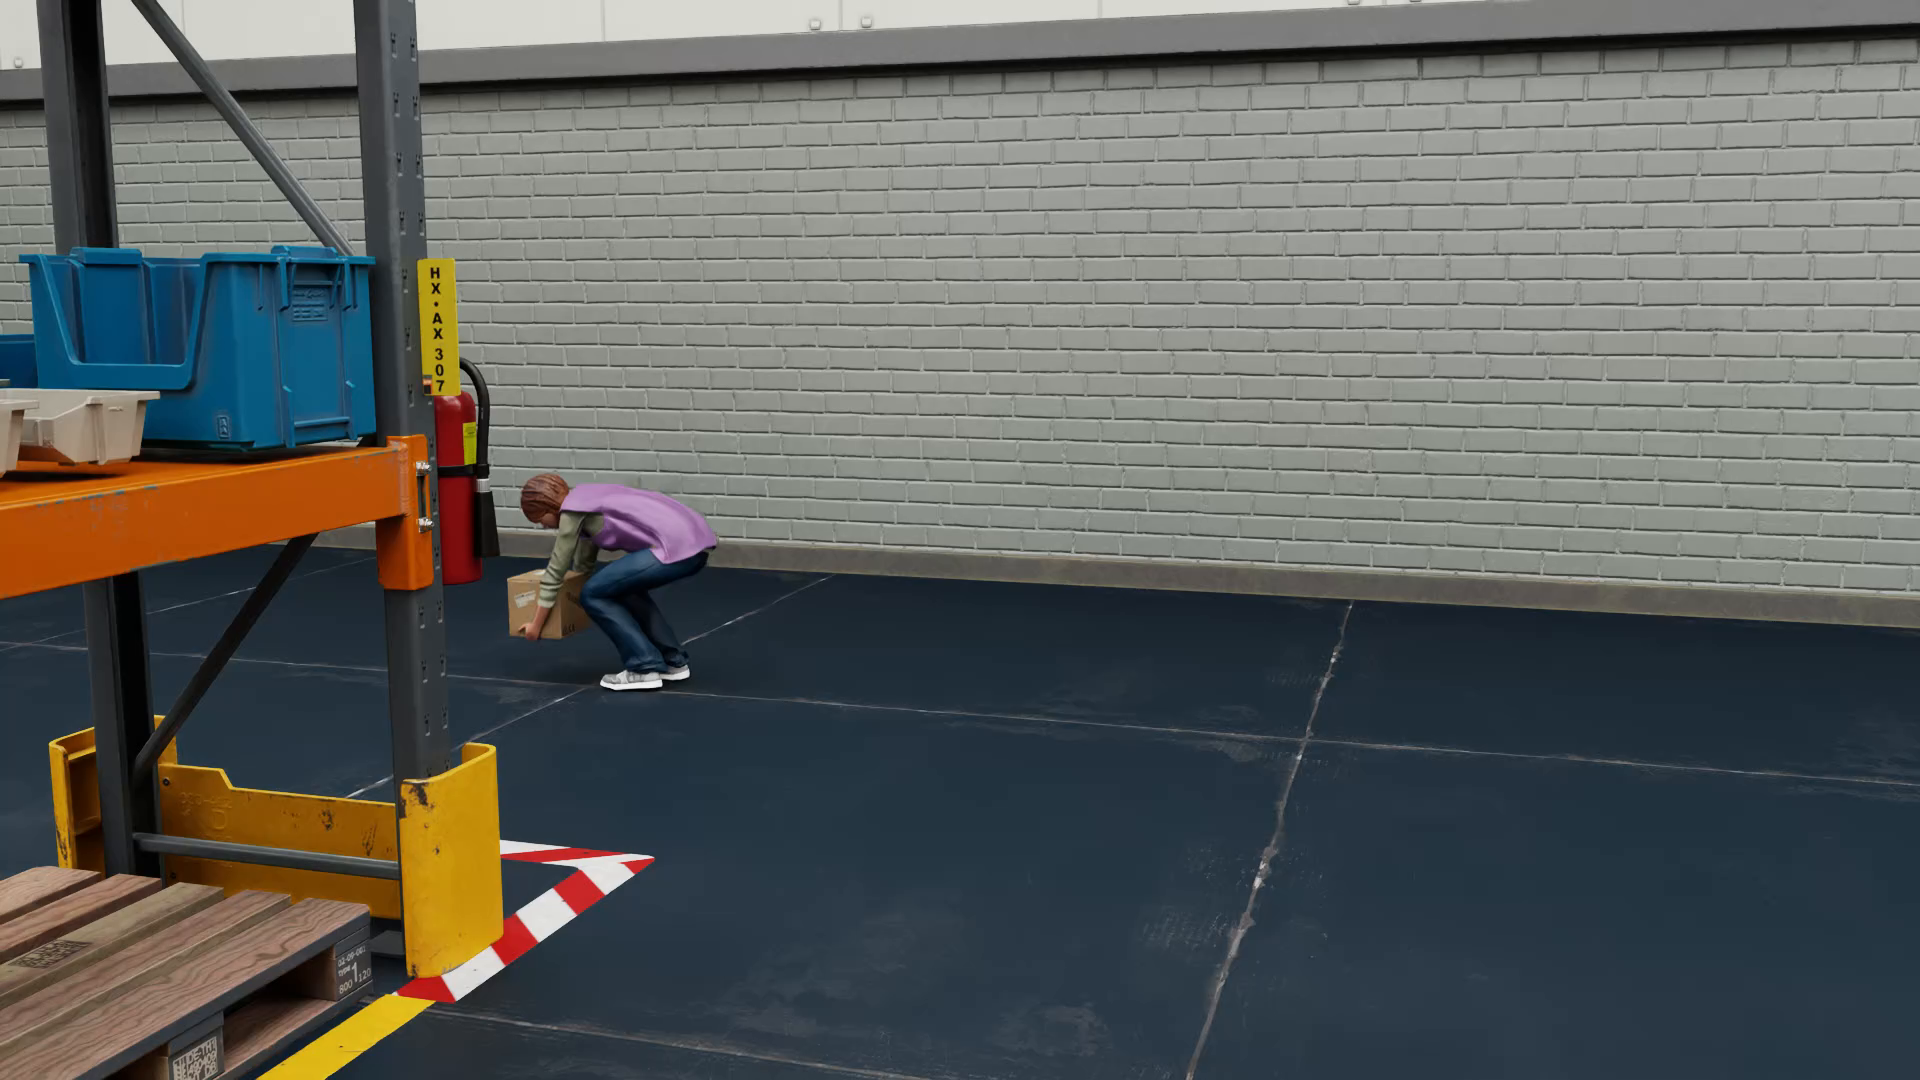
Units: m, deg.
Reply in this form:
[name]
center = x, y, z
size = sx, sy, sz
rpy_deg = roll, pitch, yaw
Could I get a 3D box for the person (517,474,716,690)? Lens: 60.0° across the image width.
[person]
center = -1.455, 0.173, 7.081
size = 0.850, 0.899, 0.424
rpy_deg = 2, 9, 14
